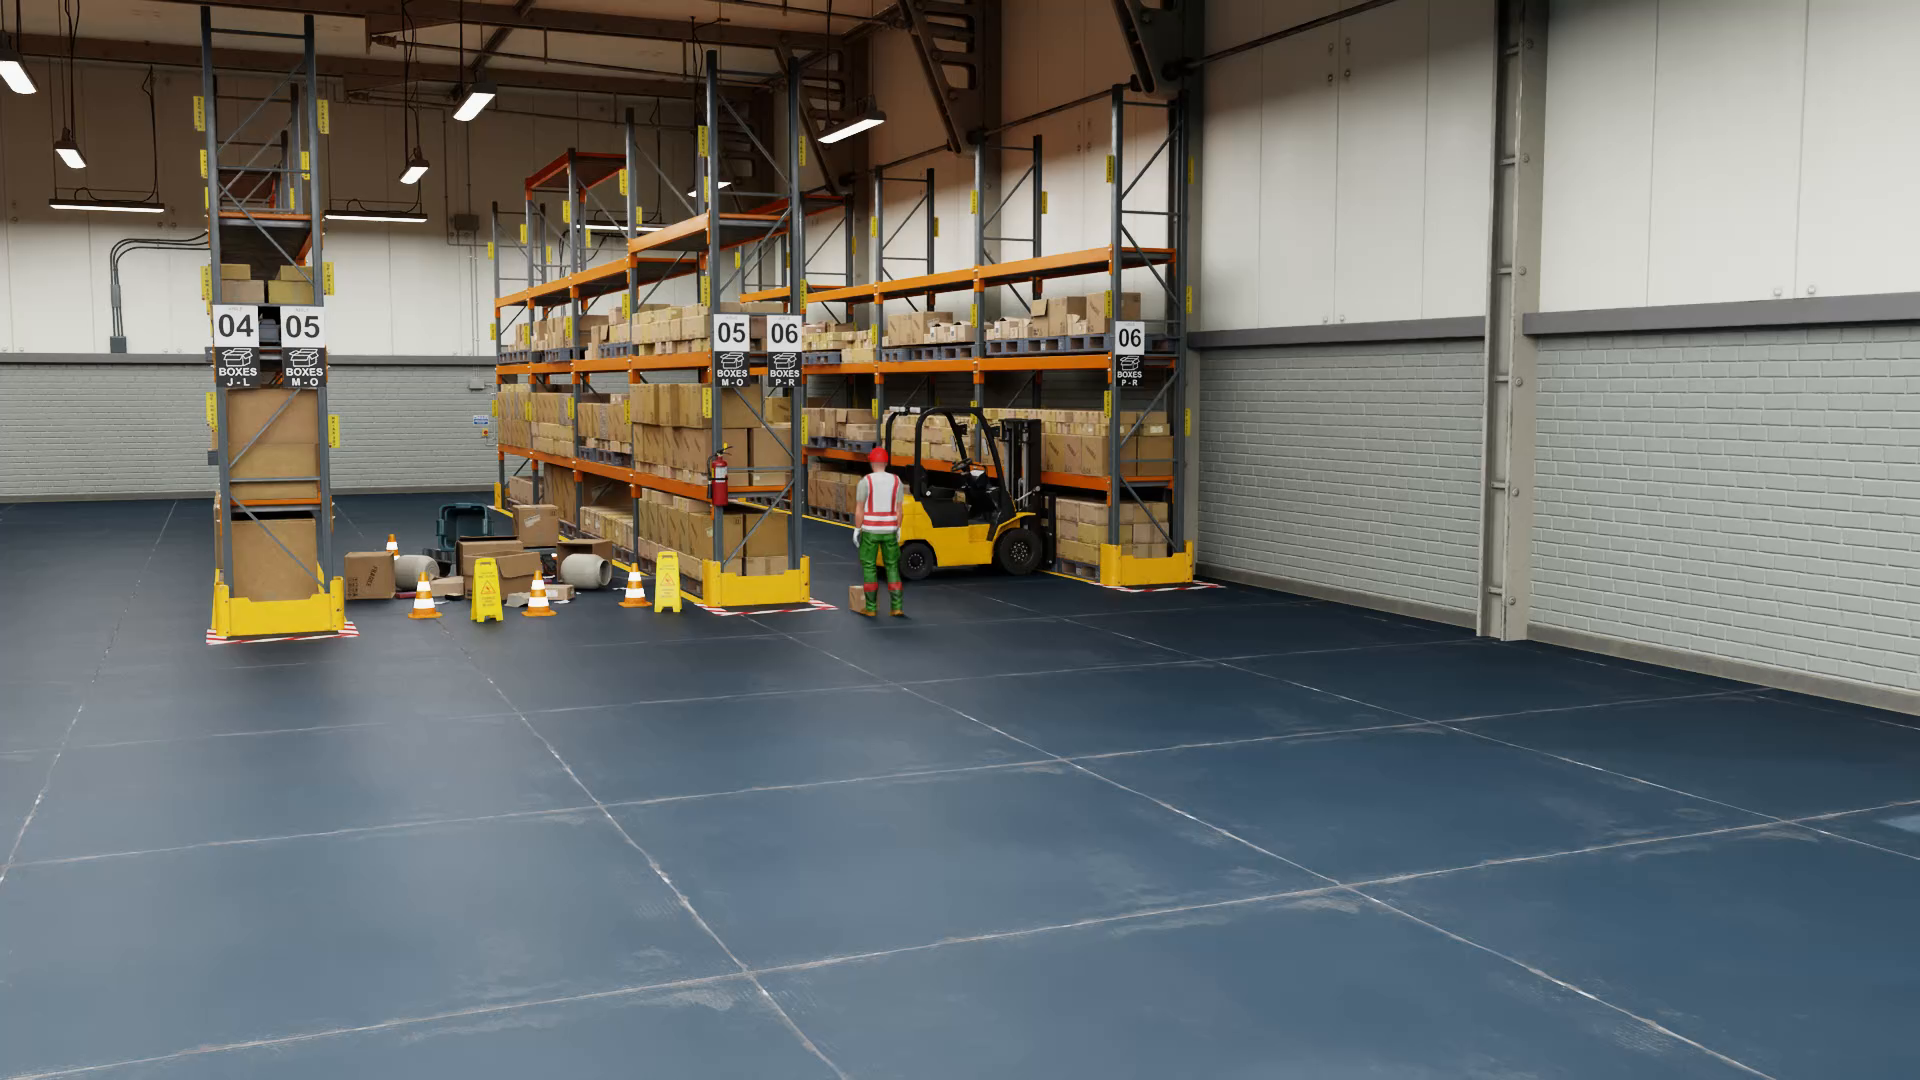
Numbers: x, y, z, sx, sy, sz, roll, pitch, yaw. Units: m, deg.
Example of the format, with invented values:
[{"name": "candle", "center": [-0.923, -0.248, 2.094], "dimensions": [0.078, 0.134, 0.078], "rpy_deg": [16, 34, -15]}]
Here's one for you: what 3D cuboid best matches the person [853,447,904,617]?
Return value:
[{"name": "person", "center": [-0.867, -0.063, 17.537], "dimensions": [0.530, 1.843, 0.384], "rpy_deg": [-2, 6, -23]}]
